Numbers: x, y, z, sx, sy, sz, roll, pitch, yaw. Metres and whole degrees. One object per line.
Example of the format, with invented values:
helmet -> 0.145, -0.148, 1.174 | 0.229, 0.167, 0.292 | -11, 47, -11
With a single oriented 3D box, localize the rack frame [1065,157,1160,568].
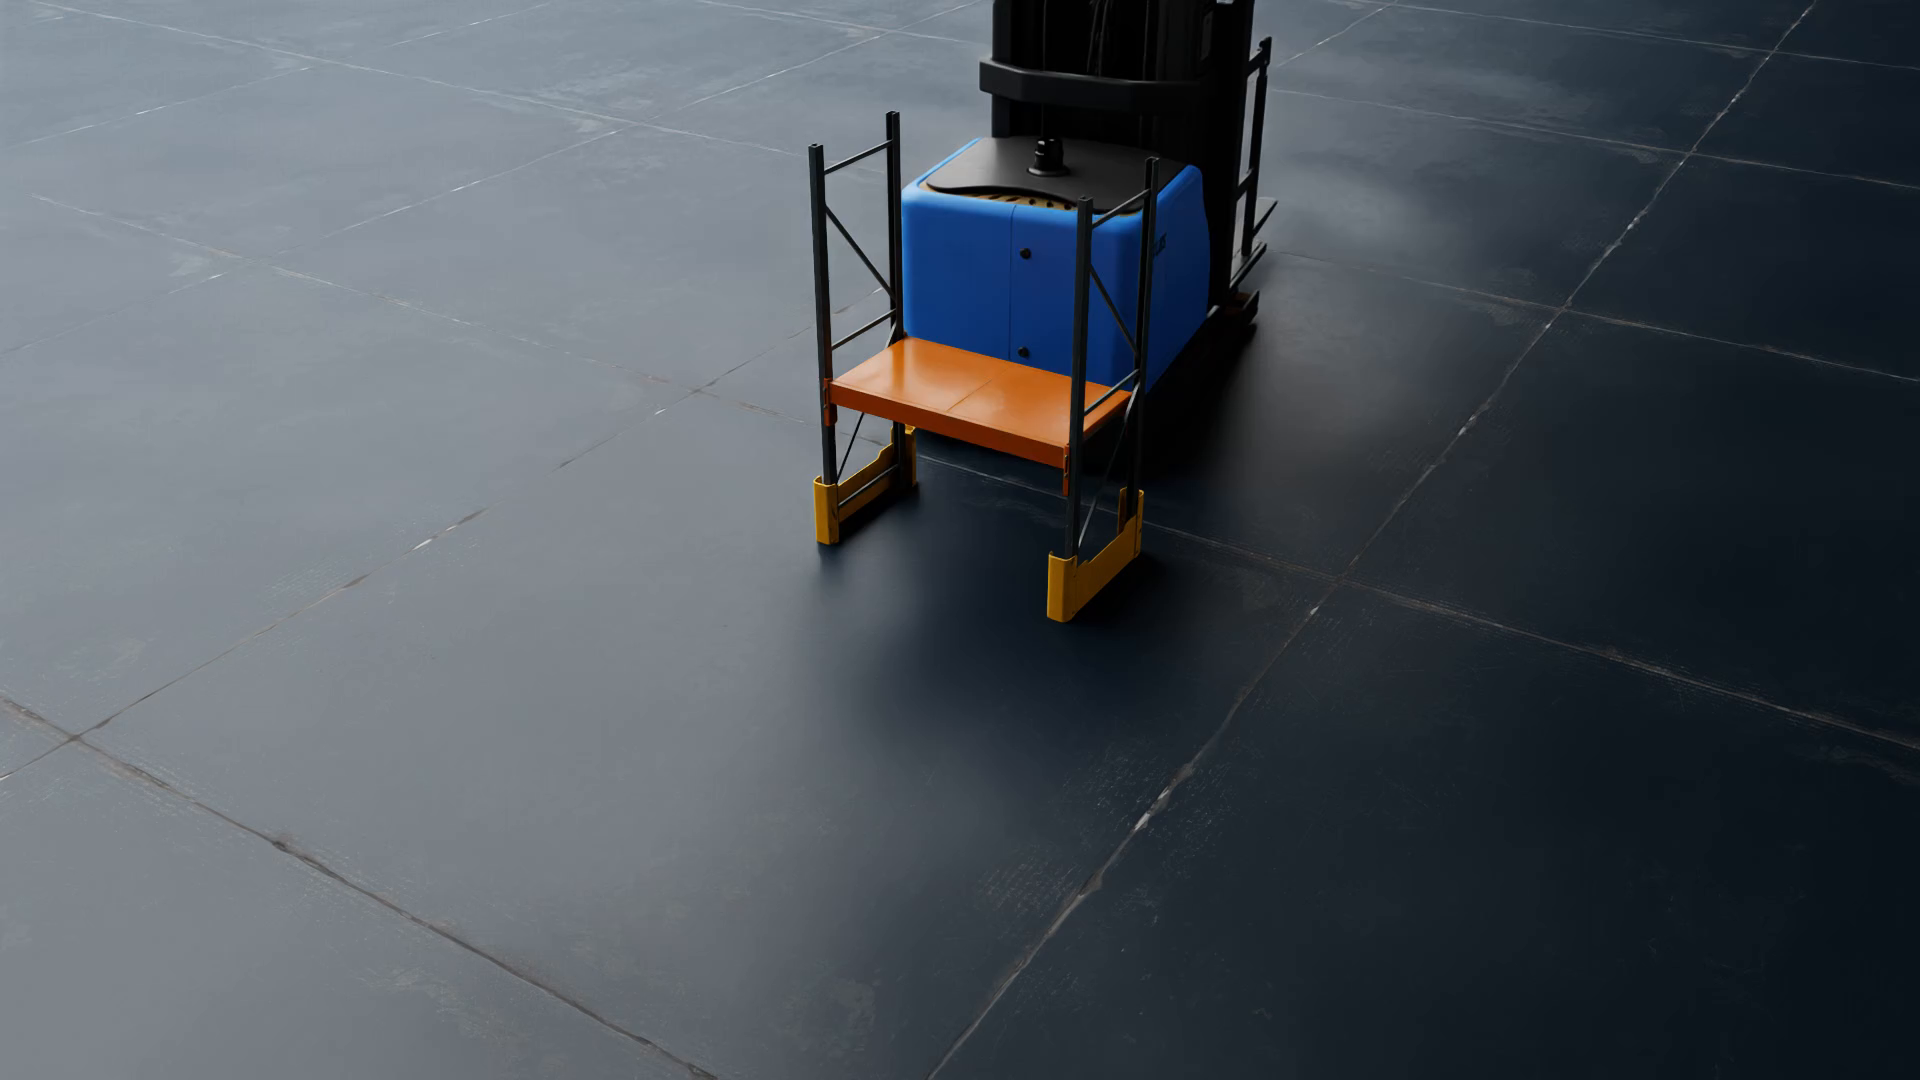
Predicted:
rack frame -> 0.503, -0.489, 5.599 | 0.032, 1.500, 0.500 | 18, 35, 27

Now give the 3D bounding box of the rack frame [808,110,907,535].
rack frame -> -0.358, -0.761, 6.066 | 0.032, 1.500, 0.500 | 18, 35, 27

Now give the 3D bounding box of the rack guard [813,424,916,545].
rack guard -> -0.357, -0.221, 6.381 | 0.087, 0.250, 0.587 | 18, 35, 27

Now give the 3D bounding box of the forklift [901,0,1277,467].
forklift -> 0.793, -2.281, 7.251 | 1.130, 2.935, 3.031 | 12, 32, 20

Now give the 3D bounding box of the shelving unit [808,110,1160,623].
shelving unit -> 0.065, -0.627, 5.837 | 1.083, 1.500, 0.587 | 18, 35, 27

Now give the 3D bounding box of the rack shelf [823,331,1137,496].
rack shelf -> 0.072, -0.470, 5.924 | 1.000, 0.185, 0.538 | 18, 35, 27

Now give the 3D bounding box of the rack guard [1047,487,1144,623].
rack guard -> 0.486, 0.046, 5.923 | 0.087, 0.250, 0.587 | 18, 35, 27
